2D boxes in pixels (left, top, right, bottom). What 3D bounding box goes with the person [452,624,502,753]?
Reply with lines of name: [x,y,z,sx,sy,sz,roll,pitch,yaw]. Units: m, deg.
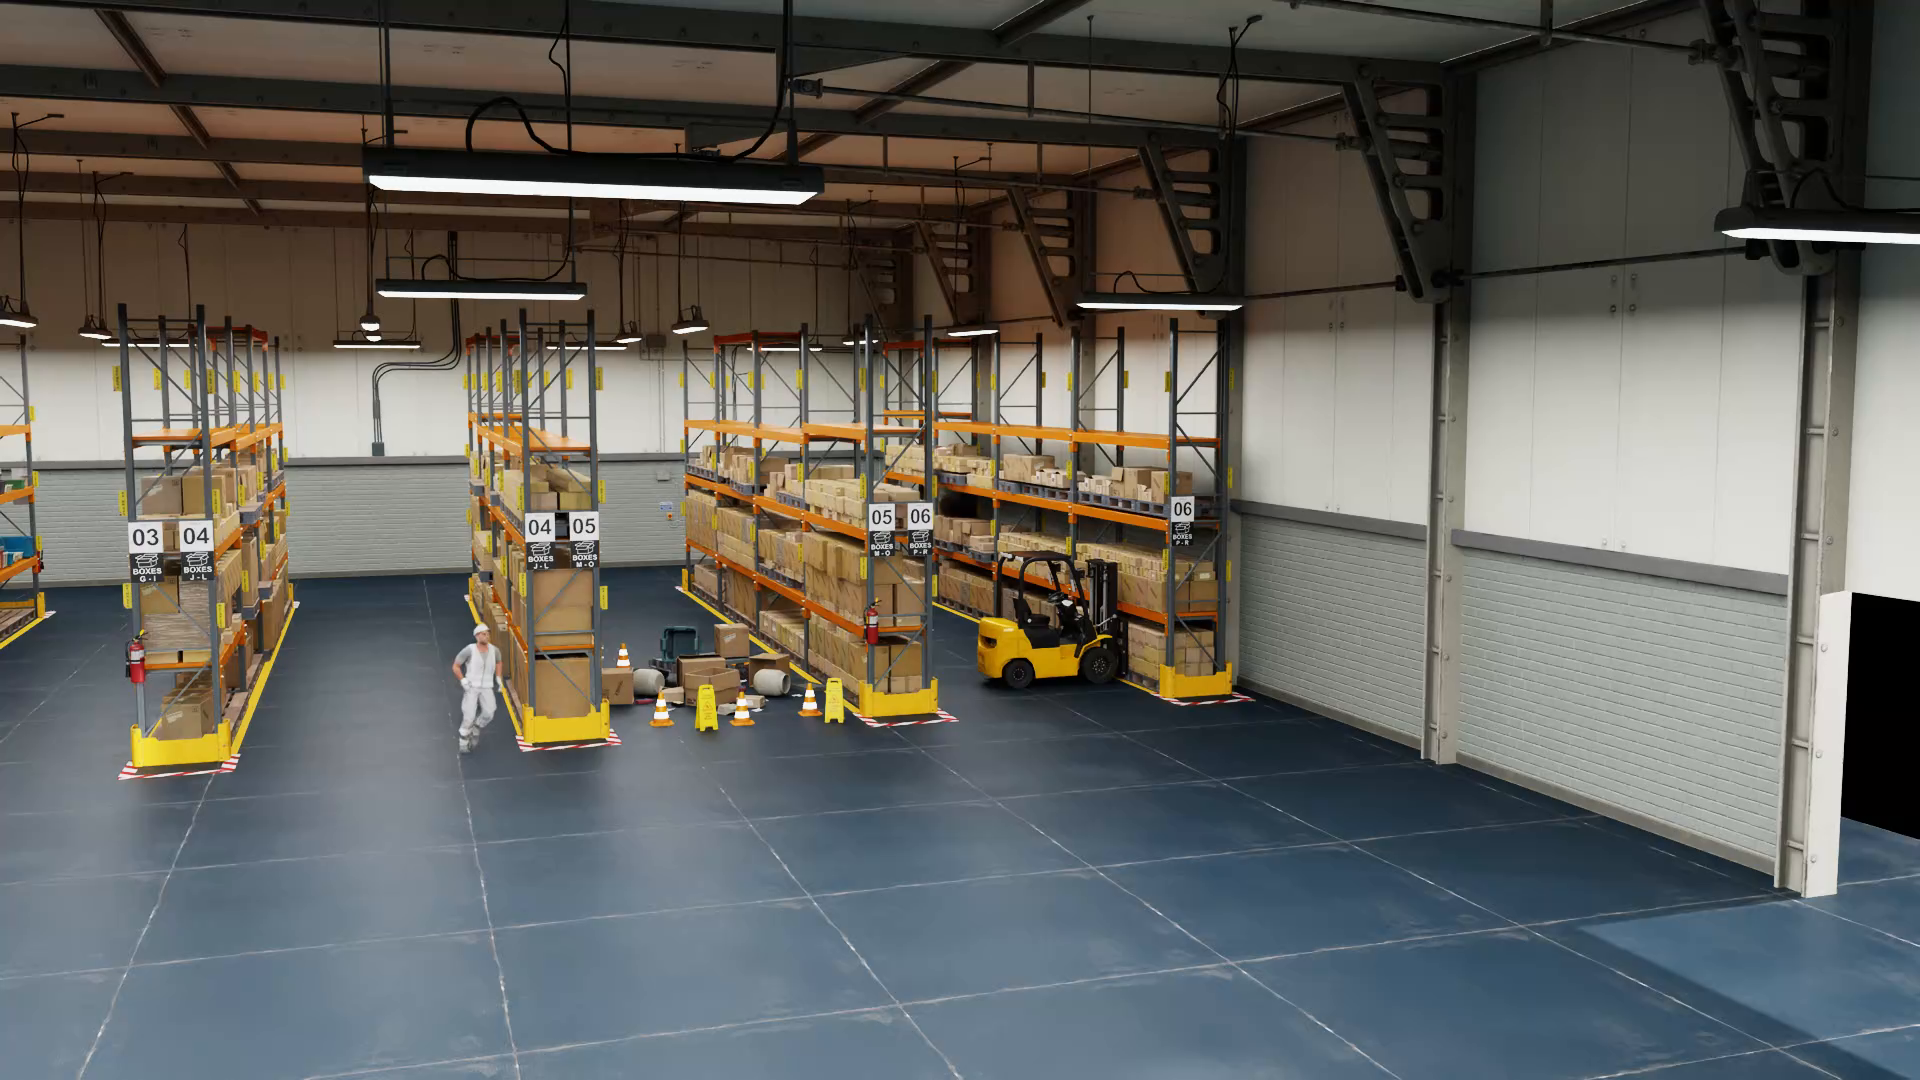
person: [-6.487,2.008,22.532,0.719,1.728,0.534,-4,6,-33]
